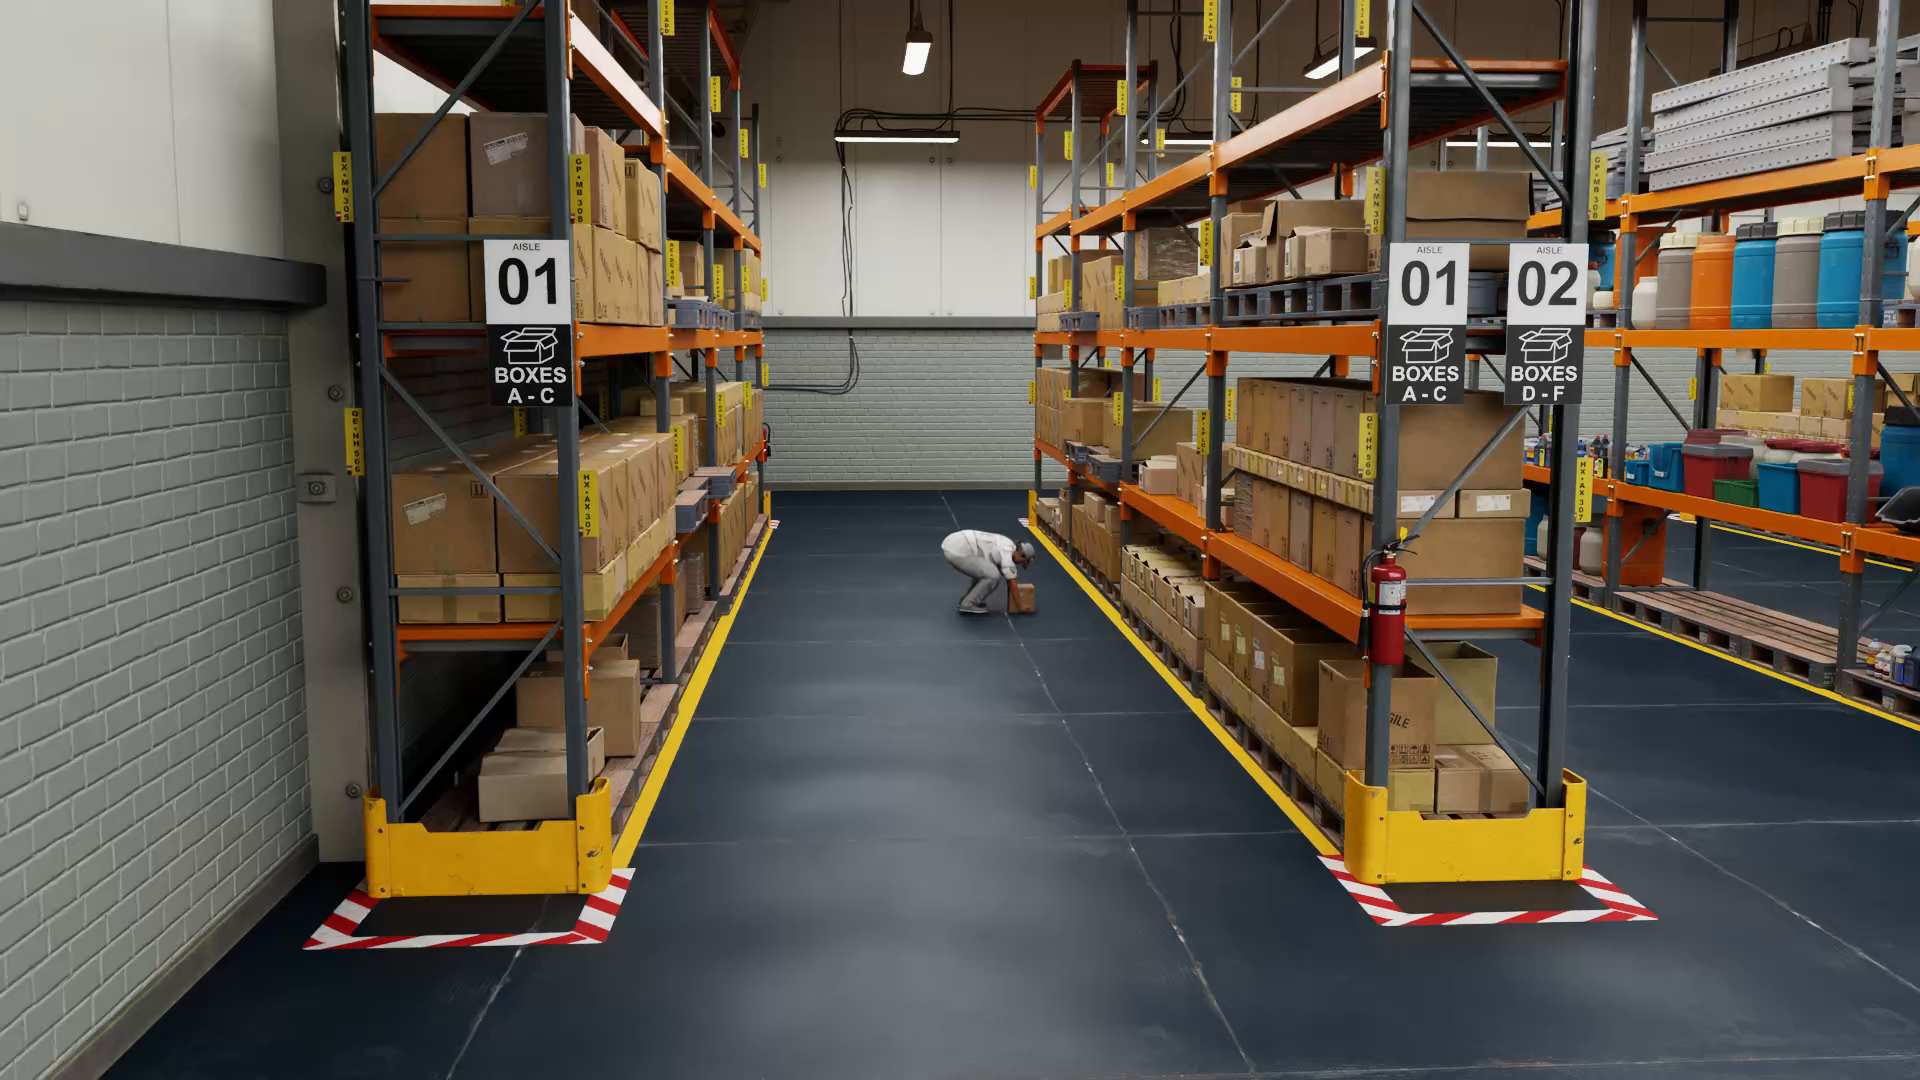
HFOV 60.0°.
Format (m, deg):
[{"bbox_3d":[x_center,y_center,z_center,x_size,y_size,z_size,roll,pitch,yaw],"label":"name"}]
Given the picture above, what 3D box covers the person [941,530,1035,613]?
[{"bbox_3d":[0.287,0.314,16.717,0.942,0.833,0.523,-1,7,-6],"label":"person"}]
